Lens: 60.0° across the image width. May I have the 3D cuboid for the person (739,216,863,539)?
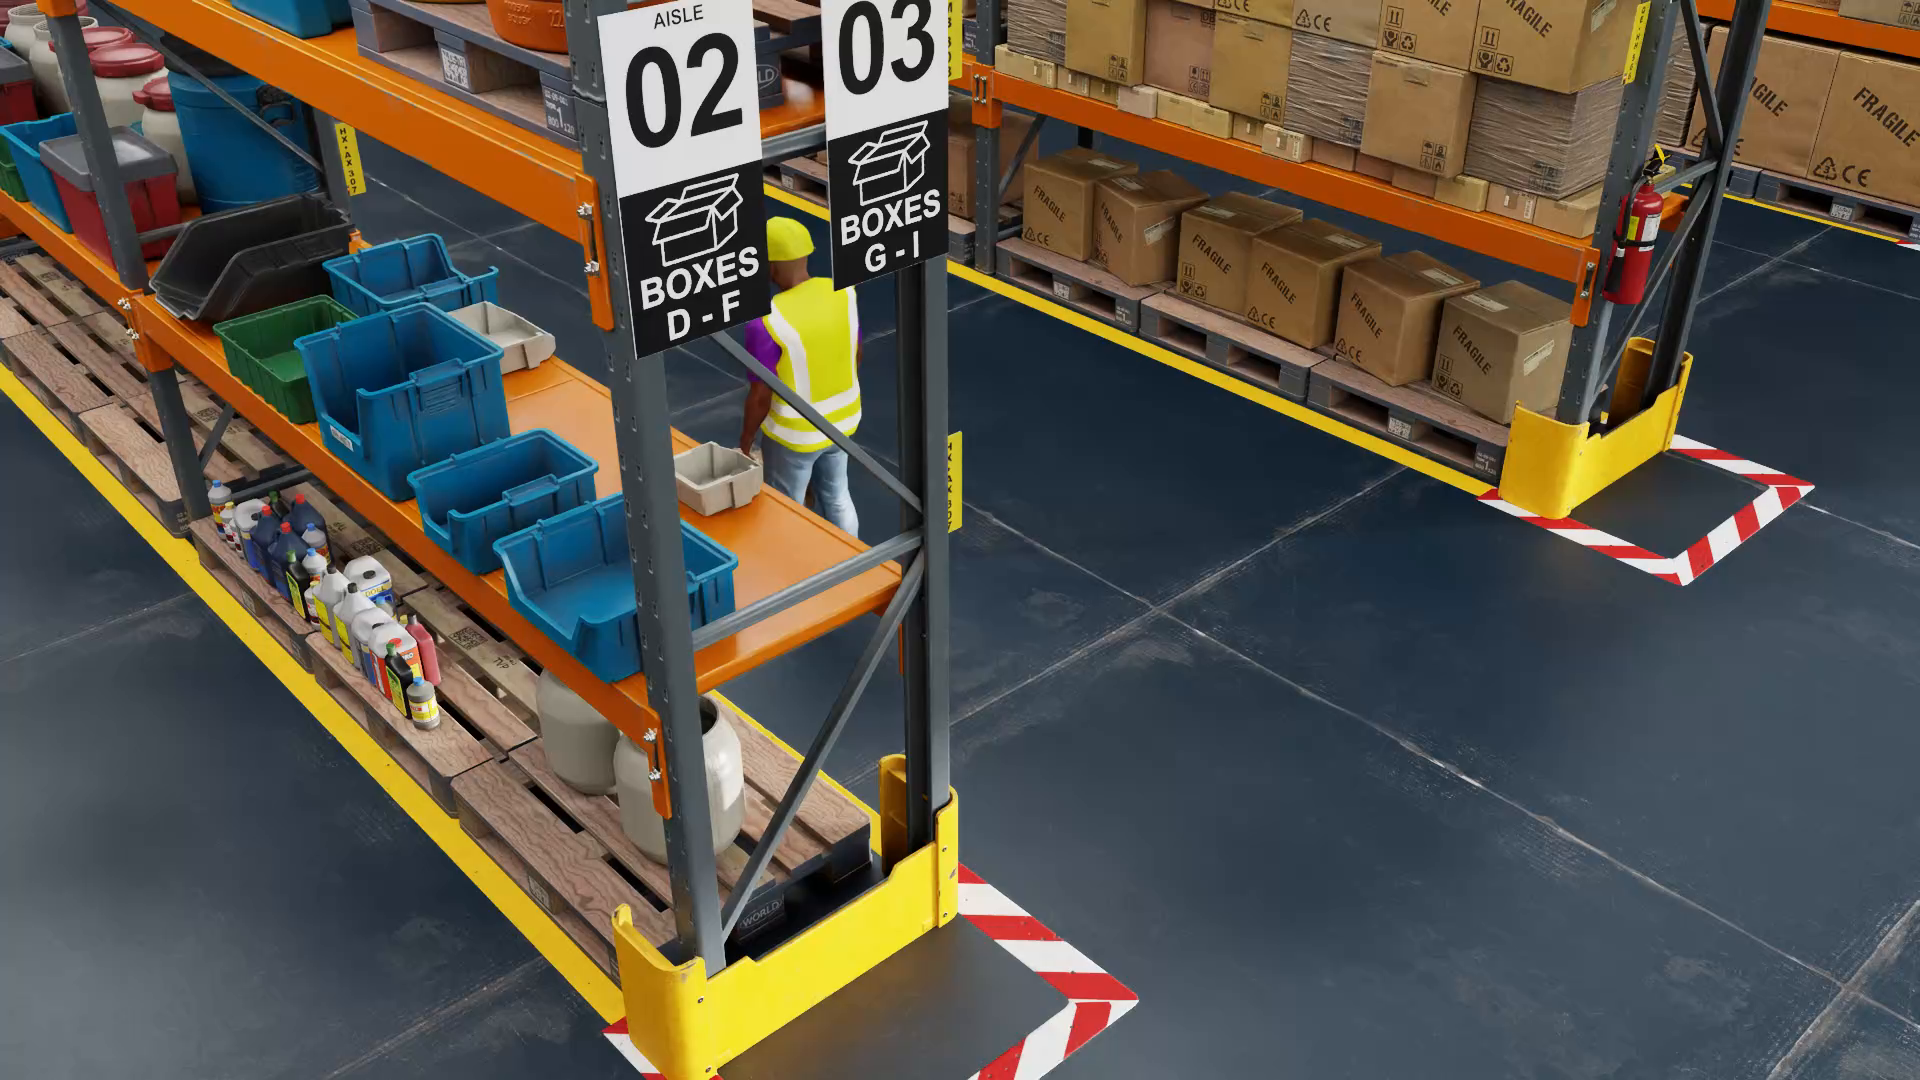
[{"bbox_3d":[-0.646,-0.490,6.911,0.591,1.764,0.430,-27,41,-37],"label":"person"}]
